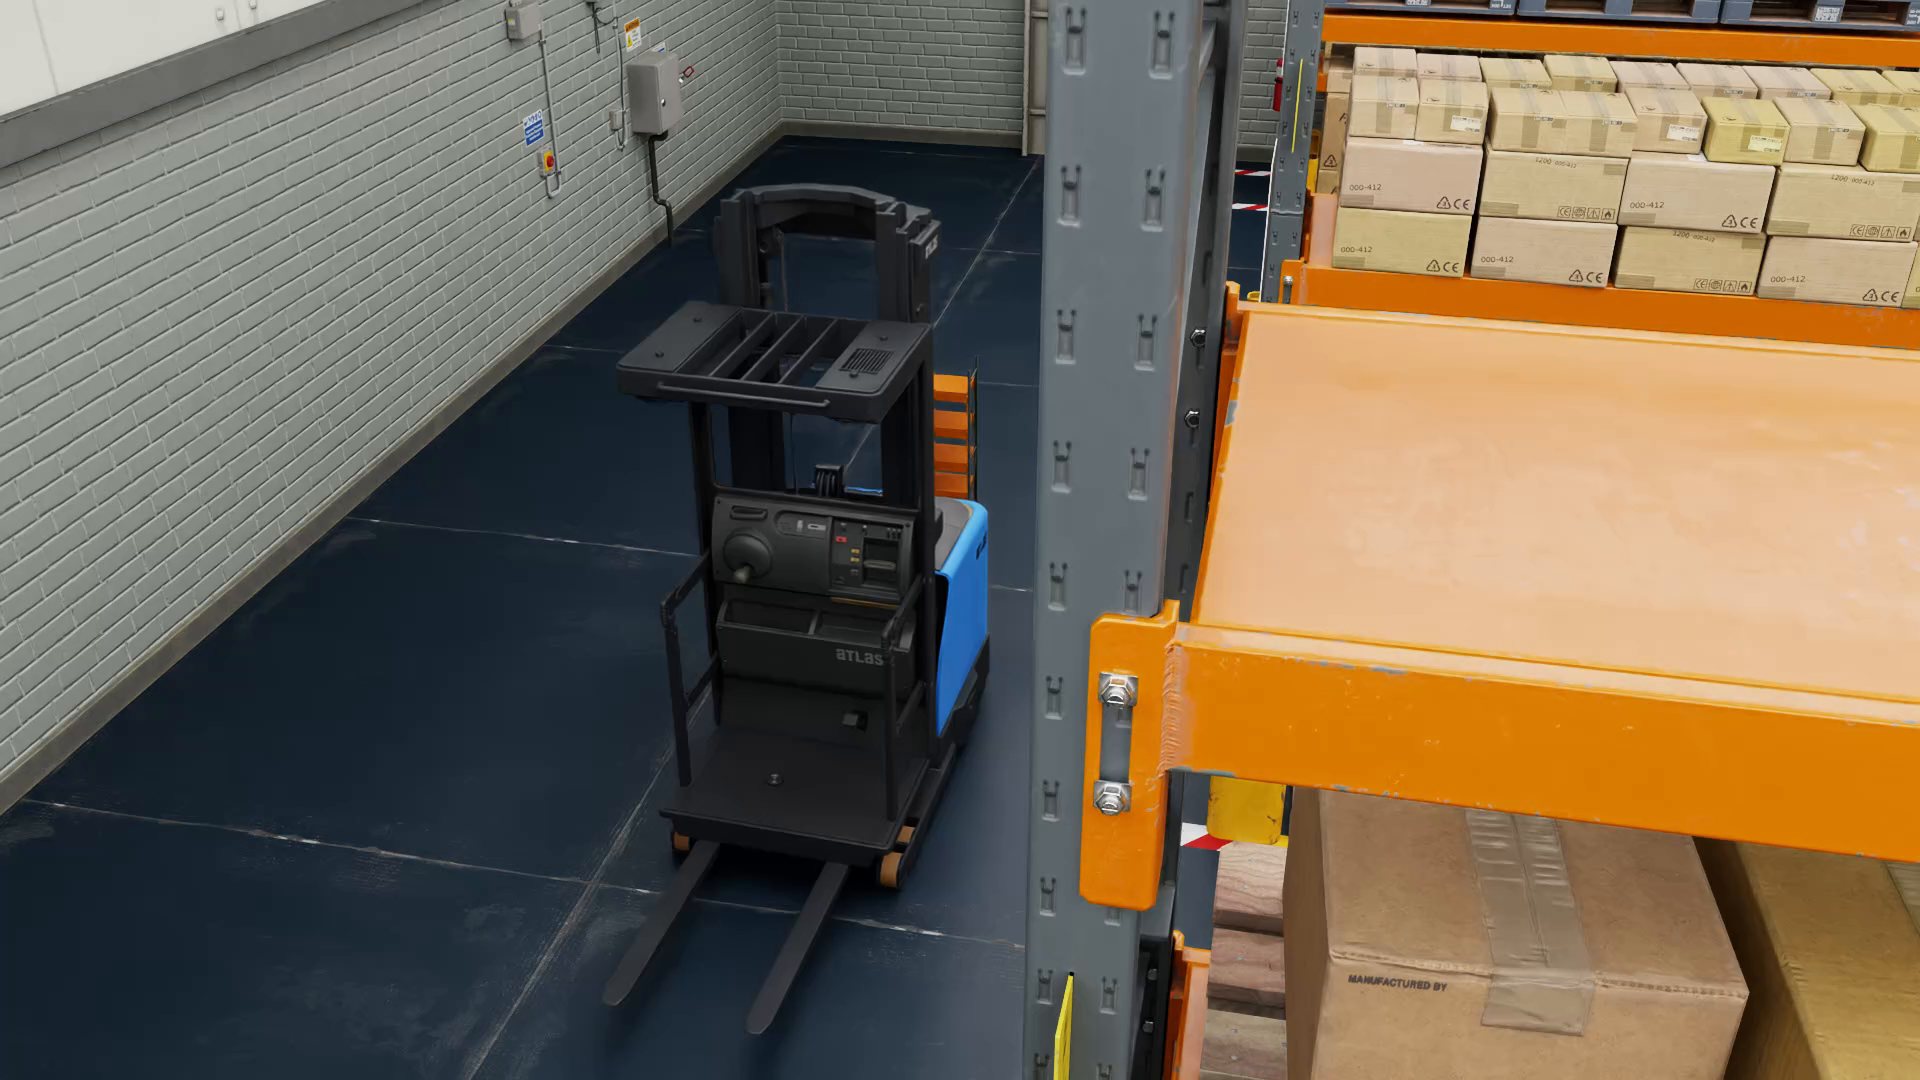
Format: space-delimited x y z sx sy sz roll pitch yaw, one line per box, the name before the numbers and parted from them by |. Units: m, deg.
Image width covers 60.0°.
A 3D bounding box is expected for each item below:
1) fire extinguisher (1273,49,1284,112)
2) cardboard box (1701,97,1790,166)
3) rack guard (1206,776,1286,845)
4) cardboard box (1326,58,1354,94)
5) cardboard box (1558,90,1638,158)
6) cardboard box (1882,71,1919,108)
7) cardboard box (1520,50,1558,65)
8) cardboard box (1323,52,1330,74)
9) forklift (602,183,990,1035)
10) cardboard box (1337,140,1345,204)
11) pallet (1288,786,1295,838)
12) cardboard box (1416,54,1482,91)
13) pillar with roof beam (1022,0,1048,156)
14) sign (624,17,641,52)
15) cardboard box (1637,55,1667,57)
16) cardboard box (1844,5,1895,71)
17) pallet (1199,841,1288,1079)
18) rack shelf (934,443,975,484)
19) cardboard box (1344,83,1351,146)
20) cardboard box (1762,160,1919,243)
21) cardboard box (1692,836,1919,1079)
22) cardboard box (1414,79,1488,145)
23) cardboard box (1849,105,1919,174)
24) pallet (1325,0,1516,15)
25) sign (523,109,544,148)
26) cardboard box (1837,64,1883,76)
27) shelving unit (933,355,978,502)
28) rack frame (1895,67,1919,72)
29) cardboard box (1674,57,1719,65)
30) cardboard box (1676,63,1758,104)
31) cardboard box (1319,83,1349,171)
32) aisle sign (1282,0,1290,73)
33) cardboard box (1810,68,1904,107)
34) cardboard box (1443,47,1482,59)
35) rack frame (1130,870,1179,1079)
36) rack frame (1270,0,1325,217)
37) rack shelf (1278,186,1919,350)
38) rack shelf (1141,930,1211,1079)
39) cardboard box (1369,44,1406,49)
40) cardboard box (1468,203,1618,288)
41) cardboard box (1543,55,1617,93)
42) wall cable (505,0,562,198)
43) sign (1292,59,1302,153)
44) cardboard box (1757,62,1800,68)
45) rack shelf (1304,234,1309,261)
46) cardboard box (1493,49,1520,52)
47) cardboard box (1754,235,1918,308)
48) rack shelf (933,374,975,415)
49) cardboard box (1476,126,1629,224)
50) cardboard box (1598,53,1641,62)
fire extinguisher | 3.102 -4.445 15.876 0.183 0.674 0.296 6 29 11
cardboard box | 2.889 -1.516 6.153 0.250 0.149 0.380 7 29 12
rack guard | 1.448 0.926 8.201 0.348 0.500 1.175 6 29 11
cardboard box | 2.598 -3.114 11.157 0.250 0.149 0.380 6 29 12
cardboard box | 2.377 -1.563 6.240 0.250 0.149 0.380 6 29 11
cardboard box | 3.777 -1.719 6.524 0.250 0.149 0.380 7 30 13
cardboard box | 3.961 -3.236 11.378 0.250 0.149 0.380 7 29 12
cardboard box | 3.606 -4.573 15.902 0.250 0.149 0.380 6 29 10
forklift | -0.712 0.084 7.206 1.130 2.935 3.031 7 30 13
cardboard box | 1.874 -1.507 7.074 0.500 0.250 0.500 5 29 9
pallet | 2.236 1.150 8.091 1.213 0.211 1.003 6 29 11
cardboard box | 1.986 -1.866 6.794 0.250 0.149 0.380 6 29 11
pillar with roof beam | -0.006 -6.148 12.271 0.400 9.000 9.100 6 29 11
sign | -2.843 -4.397 14.459 0.001 0.242 0.339 6 29 11
cardboard box | 6.212 -4.488 15.332 0.500 0.250 0.500 6 29 11
cardboard box | 8.187 -4.466 14.905 0.500 0.500 0.700 6 29 11
pallet | 0.967 0.933 2.552 1.213 0.211 1.003 6 29 11
rack shelf | -0.162 -0.484 10.187 0.480 0.148 0.258 6 29 11
cardboard box | 1.878 -1.721 6.944 0.500 0.250 0.500 5 29 9
cardboard box | 3.247 -1.323 6.218 0.500 0.250 0.500 5 29 9
cardboard box | 1.284 0.693 2.253 0.500 0.500 0.700 5 29 9
cardboard box | 1.889 -1.649 6.397 0.250 0.149 0.380 7 29 13
cardboard box | 3.401 -1.458 6.048 0.250 0.149 0.380 5 29 10
pallet | 3.037 -3.721 11.053 1.213 0.211 1.003 6 29 11
sign | -3.280 -3.170 12.797 0.001 0.218 0.327 6 29 11
cardboard box | 5.966 -3.033 11.007 0.250 0.149 0.380 5 29 10
shelving unit | -0.162 -0.543 10.154 0.503 1.200 0.258 6 29 11
rack frame | 6.221 -2.112 11.146 0.127 3.000 1.000 6 29 11
cardboard box | 4.970 -3.150 11.222 0.250 0.149 0.380 5 29 9
cardboard box | 3.007 -1.784 6.644 0.250 0.149 0.380 6 29 12
cardboard box | 2.719 -2.814 11.283 0.500 0.500 0.500 5 29 9
aisle sign | 2.178 -3.524 11.019 0.004 0.787 0.394 6 29 11
cardboard box | 3.518 -1.739 6.561 0.250 0.149 0.380 5 29 9
cardboard box | 3.463 -3.293 11.483 0.250 0.149 0.380 7 29 12
rack frame | 0.240 2.141 3.378 0.127 3.000 1.000 6 29 11
rack frame | 1.374 -2.810 6.174 0.127 3.000 1.000 6 29 11
rack shelf | 3.330 -0.978 6.700 4.000 0.370 1.077 6 29 11
rack shelf | 2.195 1.341 2.464 4.000 0.370 1.077 6 29 11
cardboard box | 2.955 -3.324 11.539 0.250 0.149 0.380 6 29 11
cardboard box | 2.274 -1.208 6.528 0.500 0.250 0.500 7 29 12
cardboard box | 2.513 -1.855 6.774 0.250 0.149 0.380 6 29 11
wall cable | -3.210 -3.527 12.640 0.123 1.953 0.585 6 29 11
sign | 1.261 -1.623 6.218 0.005 0.325 0.100 6 29 11
cardboard box | 5.453 -3.057 11.051 0.250 0.149 0.380 6 29 10
rack shelf | 4.265 -1.997 11.685 4.000 0.370 1.077 6 29 11
cardboard box | 5.223 -4.596 15.530 0.500 0.250 0.500 5 29 9
cardboard box | 3.283 -1.106 6.341 0.500 0.250 0.500 6 29 10
rack shelf | -0.162 -0.888 9.966 0.480 0.148 0.258 6 29 11
cardboard box | 2.260 -1.430 6.412 0.500 0.250 0.500 6 29 10
cardboard box | 4.481 -3.194 11.302 0.250 0.149 0.380 6 29 11
